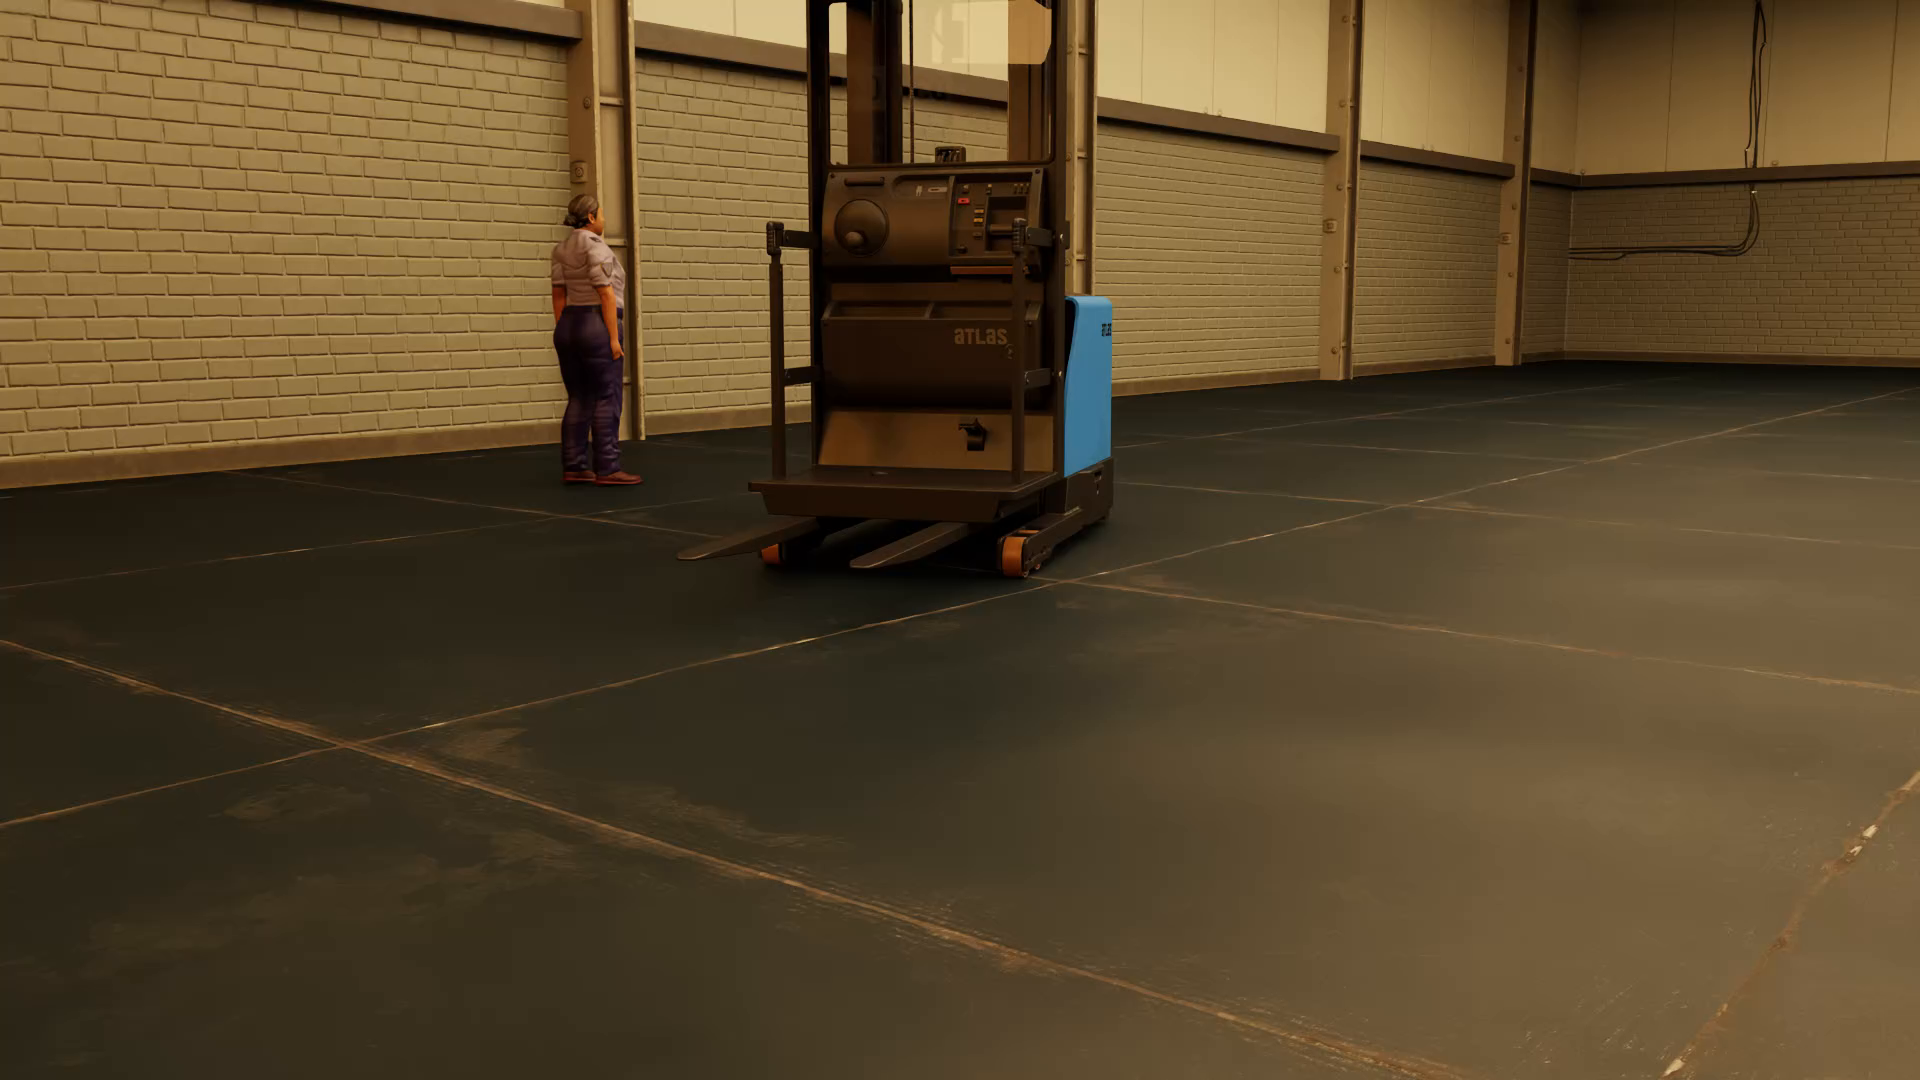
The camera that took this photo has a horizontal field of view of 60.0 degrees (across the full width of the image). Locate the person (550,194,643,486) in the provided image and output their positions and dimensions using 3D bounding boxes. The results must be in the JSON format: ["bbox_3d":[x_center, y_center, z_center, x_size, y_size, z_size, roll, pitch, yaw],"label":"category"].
[{"bbox_3d":[-2.107,-1.142,9.533,0.475,1.653,0.350,6,10,37],"label":"person"}]

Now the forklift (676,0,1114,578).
[{"bbox_3d":[-0.176,-1.366,6.616,1.130,2.935,3.031,3,9,17],"label":"forklift"}]
